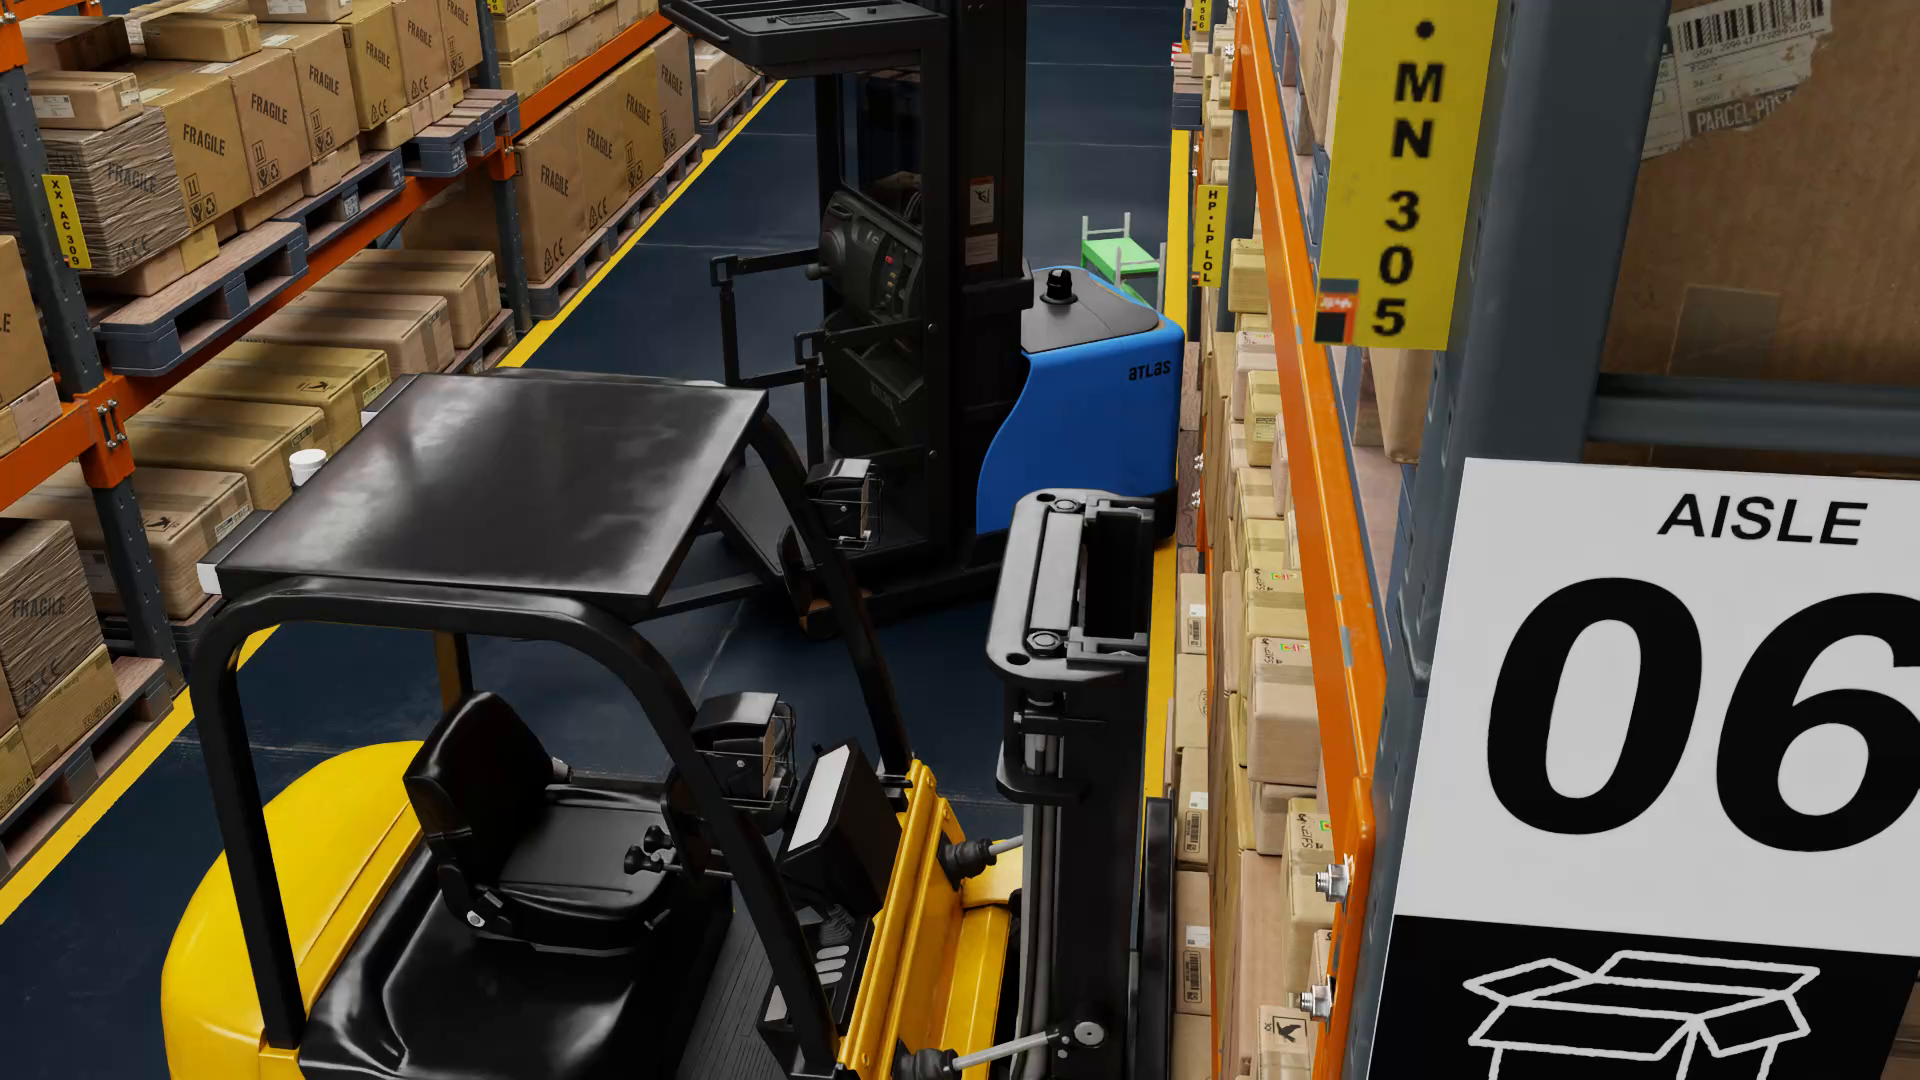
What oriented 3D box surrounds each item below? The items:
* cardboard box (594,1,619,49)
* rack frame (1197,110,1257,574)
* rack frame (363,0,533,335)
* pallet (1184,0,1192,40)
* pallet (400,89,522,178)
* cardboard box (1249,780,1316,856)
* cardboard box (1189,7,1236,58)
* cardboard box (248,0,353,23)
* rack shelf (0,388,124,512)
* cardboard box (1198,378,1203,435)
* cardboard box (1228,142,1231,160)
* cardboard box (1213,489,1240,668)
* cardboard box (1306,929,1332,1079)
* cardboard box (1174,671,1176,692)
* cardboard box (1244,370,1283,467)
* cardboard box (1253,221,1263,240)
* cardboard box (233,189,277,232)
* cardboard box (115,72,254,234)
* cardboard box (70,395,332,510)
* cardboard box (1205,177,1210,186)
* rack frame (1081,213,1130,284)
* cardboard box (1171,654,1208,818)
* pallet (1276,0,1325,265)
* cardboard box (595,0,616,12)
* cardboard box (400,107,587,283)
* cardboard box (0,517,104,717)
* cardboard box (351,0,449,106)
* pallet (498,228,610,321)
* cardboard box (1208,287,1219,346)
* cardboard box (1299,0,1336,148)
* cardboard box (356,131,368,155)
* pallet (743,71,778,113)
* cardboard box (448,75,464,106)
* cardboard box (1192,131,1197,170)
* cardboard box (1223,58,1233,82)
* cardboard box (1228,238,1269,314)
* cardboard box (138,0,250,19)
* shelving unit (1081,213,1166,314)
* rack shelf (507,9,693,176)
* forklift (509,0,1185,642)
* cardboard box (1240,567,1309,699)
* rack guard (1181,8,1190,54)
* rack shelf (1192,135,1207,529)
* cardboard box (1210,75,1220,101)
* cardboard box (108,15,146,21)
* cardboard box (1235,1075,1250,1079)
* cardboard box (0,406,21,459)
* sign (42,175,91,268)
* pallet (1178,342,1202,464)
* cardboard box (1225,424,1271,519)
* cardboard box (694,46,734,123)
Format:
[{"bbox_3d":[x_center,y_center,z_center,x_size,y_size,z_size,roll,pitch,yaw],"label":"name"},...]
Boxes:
[{"bbox_3d":[-2.629,-3.490,11.223,0.500,0.250,0.500,3,28,6],"label":"cardboard box"},{"bbox_3d":[1.325,-0.449,5.420,1.000,3.000,0.127,3,28,6],"label":"rack frame"},{"bbox_3d":[-3.111,-2.618,9.447,1.000,3.000,0.127,3,28,6],"label":"rack frame"},{"bbox_3d":[2.099,-3.760,11.769,1.003,0.211,1.213,3,28,6],"label":"pallet"},{"bbox_3d":[-3.093,-2.192,8.859,1.213,0.211,1.003,3,28,6],"label":"pallet"},{"bbox_3d":[0.721,0.440,2.981,0.380,0.149,0.250,2,28,5],"label":"cardboard box"},{"bbox_3d":[1.623,-2.966,9.808,0.500,0.250,0.500,2,28,4],"label":"cardboard box"},{"bbox_3d":[-3.032,-2.477,7.640,0.380,0.149,0.250,2,28,4],"label":"cardboard box"},{"bbox_3d":[-3.847,0.523,4.376,1.077,0.370,4.000,3,28,6],"label":"rack shelf"},{"bbox_3d":[1.653,-0.870,8.264,0.875,0.625,0.625,4,29,8],"label":"cardboard box"},{"bbox_3d":[1.238,-1.438,6.467,0.380,0.149,0.250,3,28,5],"label":"cardboard box"},{"bbox_3d":[0.903,0.186,4.138,0.500,0.500,0.500,3,28,6],"label":"cardboard box"},{"bbox_3d":[0.669,0.675,2.232,0.380,0.149,0.250,3,28,6],"label":"cardboard box"},{"bbox_3d":[0.960,0.567,5.465,0.500,0.250,0.500,3,28,6],"label":"cardboard box"},{"bbox_3d":[0.888,-0.289,4.020,0.380,0.149,0.250,3,28,5],"label":"cardboard box"},{"bbox_3d":[1.147,-0.952,5.565,0.380,0.149,0.250,4,29,8],"label":"cardboard box"},{"bbox_3d":[-3.149,-1.425,7.055,0.380,0.149,0.250,4,29,7],"label":"cardboard box"},{"bbox_3d":[-3.199,-1.535,6.575,0.500,0.500,0.500,3,29,6],"label":"cardboard box"},{"bbox_3d":[-3.455,-0.349,7.563,0.950,0.372,0.625,5,29,9],"label":"cardboard box"},{"bbox_3d":[1.396,-1.592,7.700,0.500,0.250,0.500,2,28,5],"label":"cardboard box"},{"bbox_3d":[0.722,-1.074,8.478,0.240,1.200,0.015,-7,29,-13],"label":"rack frame"},{"bbox_3d":[0.882,0.586,4.901,0.500,0.250,0.500,3,28,6],"label":"cardboard box"},{"bbox_3d":[1.094,-0.755,2.919,1.003,0.211,1.213,3,28,6],"label":"pallet"},{"bbox_3d":[-2.591,-3.712,11.108,0.500,0.250,0.500,4,29,7],"label":"cardboard box"},{"bbox_3d":[-2.944,-2.188,10.446,0.875,0.875,0.875,3,28,6],"label":"cardboard box"},{"bbox_3d":[-3.408,0.254,5.781,0.500,0.500,0.500,3,28,5],"label":"cardboard box"},{"bbox_3d":[-2.944,-2.504,8.373,0.500,0.500,0.500,3,28,5],"label":"cardboard box"},{"bbox_3d":[-2.940,-1.757,10.789,1.003,0.211,1.213,3,28,6],"label":"pallet"},{"bbox_3d":[1.132,-0.849,5.794,0.500,0.250,0.500,3,28,5],"label":"cardboard box"},{"bbox_3d":[0.872,-0.858,2.364,0.700,0.500,0.500,4,29,7],"label":"cardboard box"},{"bbox_3d":[-3.080,-1.914,7.962,0.380,0.149,0.250,4,29,7],"label":"cardboard box"},{"bbox_3d":[-2.303,-4.203,15.329,1.003,0.211,1.213,3,28,6],"label":"pallet"},{"bbox_3d":[-2.879,-2.394,8.853,0.380,0.149,0.250,4,29,7],"label":"cardboard box"},{"bbox_3d":[2.023,-3.084,12.505,0.500,0.500,0.500,5,29,8],"label":"cardboard box"},{"bbox_3d":[1.427,-2.156,7.801,0.380,0.149,0.250,4,29,7],"label":"cardboard box"},{"bbox_3d":[0.992,-0.776,4.926,0.380,0.149,0.250,4,29,7],"label":"cardboard box"},{"bbox_3d":[-3.512,-2.284,7.965,0.500,0.500,0.500,4,29,7],"label":"cardboard box"},{"bbox_3d":[0.785,-0.962,8.270,0.258,1.200,0.503,-7,29,-13],"label":"shelving unit"},{"bbox_3d":[-2.866,-3.243,11.365,1.077,0.370,4.000,3,28,6],"label":"rack shelf"},{"bbox_3d":[-0.558,-1.159,6.811,3.031,2.935,1.130,-13,31,-23],"label":"forklift"},{"bbox_3d":[0.727,0.186,3.139,0.380,0.149,0.250,4,29,7],"label":"cardboard box"},{"bbox_3d":[2.786,-4.961,16.432,1.175,0.500,0.348,3,28,6],"label":"rack guard"},{"bbox_3d":[1.570,-1.073,7.338,1.077,0.370,4.000,3,28,6],"label":"rack shelf"},{"bbox_3d":[1.456,-2.055,8.034,0.500,0.250,0.500,4,29,8],"label":"cardboard box"},{"bbox_3d":[-7.674,-4.734,15.310,0.380,0.149,0.250,2,28,4],"label":"cardboard box"},{"bbox_3d":[0.635,1.143,2.360,0.500,0.500,0.500,3,28,5],"label":"cardboard box"},{"bbox_3d":[-3.362,-0.338,5.480,0.380,0.149,0.250,4,29,7],"label":"cardboard box"},{"bbox_3d":[-3.062,-1.089,5.695,0.100,0.325,0.005,3,28,6],"label":"sign"},{"bbox_3d":[1.676,-0.719,8.862,1.003,0.211,1.213,3,28,6],"label":"pallet"},{"bbox_3d":[0.853,-0.162,4.099,0.380,0.149,0.250,3,28,6],"label":"cardboard box"},{"bbox_3d":[-2.438,-3.847,13.987,0.875,0.438,0.875,3,28,5],"label":"cardboard box"}]
